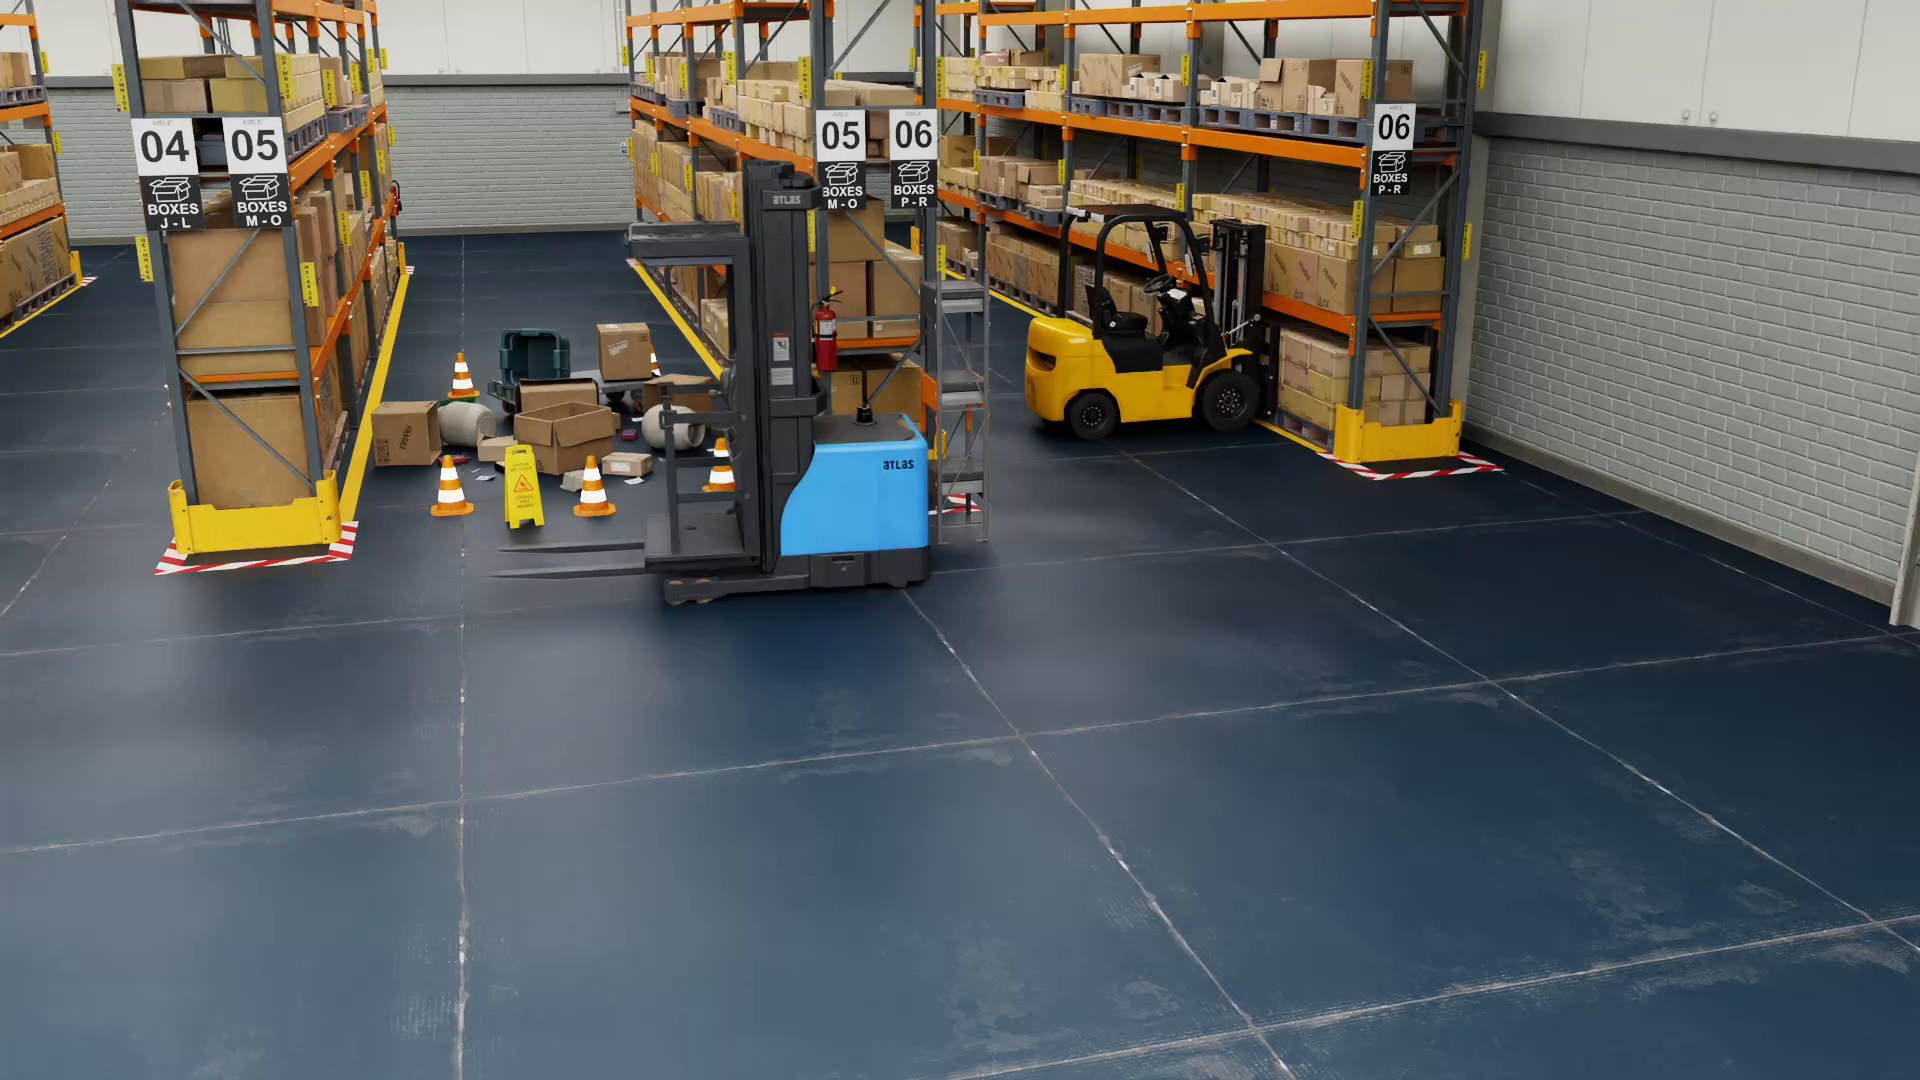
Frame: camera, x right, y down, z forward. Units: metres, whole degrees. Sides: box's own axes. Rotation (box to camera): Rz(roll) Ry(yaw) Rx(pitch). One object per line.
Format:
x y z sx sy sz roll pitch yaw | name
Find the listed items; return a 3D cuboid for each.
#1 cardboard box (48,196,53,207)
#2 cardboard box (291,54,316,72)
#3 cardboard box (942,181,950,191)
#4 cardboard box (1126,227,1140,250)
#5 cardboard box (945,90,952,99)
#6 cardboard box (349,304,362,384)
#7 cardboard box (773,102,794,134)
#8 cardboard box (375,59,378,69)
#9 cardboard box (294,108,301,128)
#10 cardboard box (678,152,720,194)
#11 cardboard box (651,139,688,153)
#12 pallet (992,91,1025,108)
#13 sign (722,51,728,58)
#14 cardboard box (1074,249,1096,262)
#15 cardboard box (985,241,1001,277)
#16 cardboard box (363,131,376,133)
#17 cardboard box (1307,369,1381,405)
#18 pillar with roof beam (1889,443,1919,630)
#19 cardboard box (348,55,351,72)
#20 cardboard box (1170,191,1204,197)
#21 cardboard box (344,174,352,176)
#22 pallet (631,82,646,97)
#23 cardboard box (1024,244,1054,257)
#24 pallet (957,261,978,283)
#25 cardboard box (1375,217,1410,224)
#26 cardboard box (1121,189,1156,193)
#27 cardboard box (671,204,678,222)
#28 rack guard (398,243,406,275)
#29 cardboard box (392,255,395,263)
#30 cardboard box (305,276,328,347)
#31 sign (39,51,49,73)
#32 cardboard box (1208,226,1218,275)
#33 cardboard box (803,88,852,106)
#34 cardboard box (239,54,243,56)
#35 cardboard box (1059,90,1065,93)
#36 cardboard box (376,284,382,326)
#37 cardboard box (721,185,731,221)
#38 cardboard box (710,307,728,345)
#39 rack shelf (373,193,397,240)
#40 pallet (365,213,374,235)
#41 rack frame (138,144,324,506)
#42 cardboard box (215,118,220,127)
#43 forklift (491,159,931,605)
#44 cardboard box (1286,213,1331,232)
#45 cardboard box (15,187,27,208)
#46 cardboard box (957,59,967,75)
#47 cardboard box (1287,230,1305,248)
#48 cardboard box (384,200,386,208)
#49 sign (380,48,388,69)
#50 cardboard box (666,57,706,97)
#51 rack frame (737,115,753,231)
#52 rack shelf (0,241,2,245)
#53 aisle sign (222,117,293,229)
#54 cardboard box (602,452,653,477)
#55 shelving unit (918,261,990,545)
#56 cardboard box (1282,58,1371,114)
-14.061 -5.151 25.324 0.380 0.149 0.250 -5 17 -15 | cardboard box
-5.977 -4.262 14.861 0.380 0.149 0.250 -5 17 -15 | cardboard box
-0.092 -5.998 28.143 0.380 0.149 0.250 -4 17 -14 | cardboard box
2.341 -3.669 20.212 0.500 0.250 0.500 -5 17 -15 | cardboard box
-0.052 -7.372 27.503 0.380 0.149 0.250 -4 17 -14 | cardboard box
-7.041 -2.086 17.863 1.050 0.750 0.750 -5 17 -15 | cardboard box
-1.375 -3.753 14.762 0.500 0.250 0.500 -4 17 -14 | cardboard box
-9.224 -7.365 25.741 0.380 0.149 0.250 -4 17 -14 | cardboard box
-5.418 -3.319 13.108 0.380 0.149 0.250 -5 17 -15 | cardboard box
-3.432 -4.847 21.961 0.500 0.500 0.500 -4 17 -14 | cardboard box
-4.384 -5.798 25.129 0.500 0.500 0.500 -5 17 -16 | cardboard box
1.182 -6.430 24.257 1.213 0.211 1.003 -5 17 -15 | pallet
-3.470 -7.043 24.526 0.100 0.325 0.005 -5 17 -15 | sign
1.846 -4.071 23.779 0.380 0.149 0.250 -4 17 -15 | cardboard box
0.699 -4.409 26.030 0.500 0.500 0.500 -4 17 -13 | cardboard box
-8.767 -5.699 24.281 0.500 0.500 0.500 -5 18 -17 | cardboard box
3.646 -1.470 15.814 0.500 0.250 0.500 -5 17 -16 | cardboard box
2.265 -3.374 8.542 9.100 9.000 0.400 -5 17 -15 | pillar with roof beam
-7.609 -5.764 20.210 0.396 0.266 0.258 -5 17 -15 | cardboard box
2.791 -4.173 20.329 0.380 0.149 0.250 -5 17 -16 | cardboard box
-8.348 -4.939 22.854 0.380 0.149 0.250 -5 17 -17 | cardboard box
-4.874 -7.459 27.509 1.003 0.211 1.213 -5 17 -15 | pallet
1.165 -4.250 24.374 0.380 0.149 0.250 -6 18 -18 | cardboard box
0.595 -4.411 27.269 1.003 0.211 1.213 -5 17 -15 | pallet
4.068 -2.995 15.889 0.380 0.149 0.250 -4 17 -14 | cardboard box
2.216 -4.276 20.673 0.380 0.149 0.250 -5 17 -15 | cardboard box
-3.724 -4.523 23.057 0.500 0.250 0.500 -5 17 -16 | cardboard box
-9.799 -4.632 27.502 1.175 0.500 0.348 -5 17 -15 | rack guard
-9.101 -4.419 26.157 0.380 0.149 0.250 -4 17 -14 | cardboard box
-5.774 -1.910 13.837 0.875 0.550 0.550 -5 17 -15 | cardboard box
-14.091 -7.347 25.583 0.100 0.325 0.005 -5 17 -15 | sign
3.011 -3.105 17.901 0.500 0.500 0.500 -4 17 -14 | cardboard box
-1.102 -3.686 13.846 0.380 0.149 0.250 -4 17 -14 | cardboard box
-6.749 -4.350 15.153 0.380 0.149 0.250 -5 17 -15 | cardboard box
1.553 -6.085 22.347 0.380 0.149 0.250 -4 17 -14 | cardboard box
-7.712 -2.996 21.326 0.500 0.500 0.500 -4 17 -15 | cardboard box
-2.412 -3.731 18.739 0.500 0.500 0.500 -4 17 -13 | cardboard box
-2.533 -2.638 20.359 0.950 0.372 0.625 -5 17 -16 | cardboard box
-9.270 -4.952 25.474 1.077 0.370 4.000 -5 17 -15 | rack shelf
-8.205 -4.089 21.686 1.003 0.211 1.213 -5 17 -15 | pallet
-5.423 -1.424 12.479 1.000 3.000 0.127 -5 17 -15 | rack frame
-6.189 -3.406 13.396 0.380 0.149 0.250 -5 17 -15 | cardboard box
-1.778 -1.120 11.587 3.031 2.935 1.130 -3 17 -10 | forklift
3.409 -3.094 16.221 0.380 0.149 0.250 -4 17 -14 | cardboard box
-13.674 -4.881 23.732 0.500 0.250 0.500 -4 17 -14 | cardboard box
0.265 -7.563 26.577 0.500 0.250 0.500 -5 17 -16 | cardboard box
3.429 -2.954 16.270 0.380 0.149 0.250 -5 18 -17 | cardboard box
-8.892 -5.088 25.112 0.380 0.149 0.250 -4 17 -13 | cardboard box
-9.281 -7.749 26.781 0.100 0.325 0.005 -5 17 -15 | sign
-3.653 -6.206 22.282 0.500 0.500 0.500 -5 17 -15 | cardboard box
-1.790 -2.950 17.558 1.000 3.000 0.127 -5 17 -15 | rack frame
-12.968 -3.481 20.579 1.077 0.370 4.000 -5 17 -15 | rack shelf
-5.115 -2.673 12.119 0.394 0.787 0.004 -5 17 -15 | aisle sign
-2.993 -0.681 14.960 0.380 0.149 0.250 4 17 13 | cardboard box
-0.045 -1.051 12.802 0.431 2.100 0.503 -5 17 -15 | shelving unit
3.539 -4.365 15.977 0.700 0.500 0.500 -5 17 -15 | cardboard box
